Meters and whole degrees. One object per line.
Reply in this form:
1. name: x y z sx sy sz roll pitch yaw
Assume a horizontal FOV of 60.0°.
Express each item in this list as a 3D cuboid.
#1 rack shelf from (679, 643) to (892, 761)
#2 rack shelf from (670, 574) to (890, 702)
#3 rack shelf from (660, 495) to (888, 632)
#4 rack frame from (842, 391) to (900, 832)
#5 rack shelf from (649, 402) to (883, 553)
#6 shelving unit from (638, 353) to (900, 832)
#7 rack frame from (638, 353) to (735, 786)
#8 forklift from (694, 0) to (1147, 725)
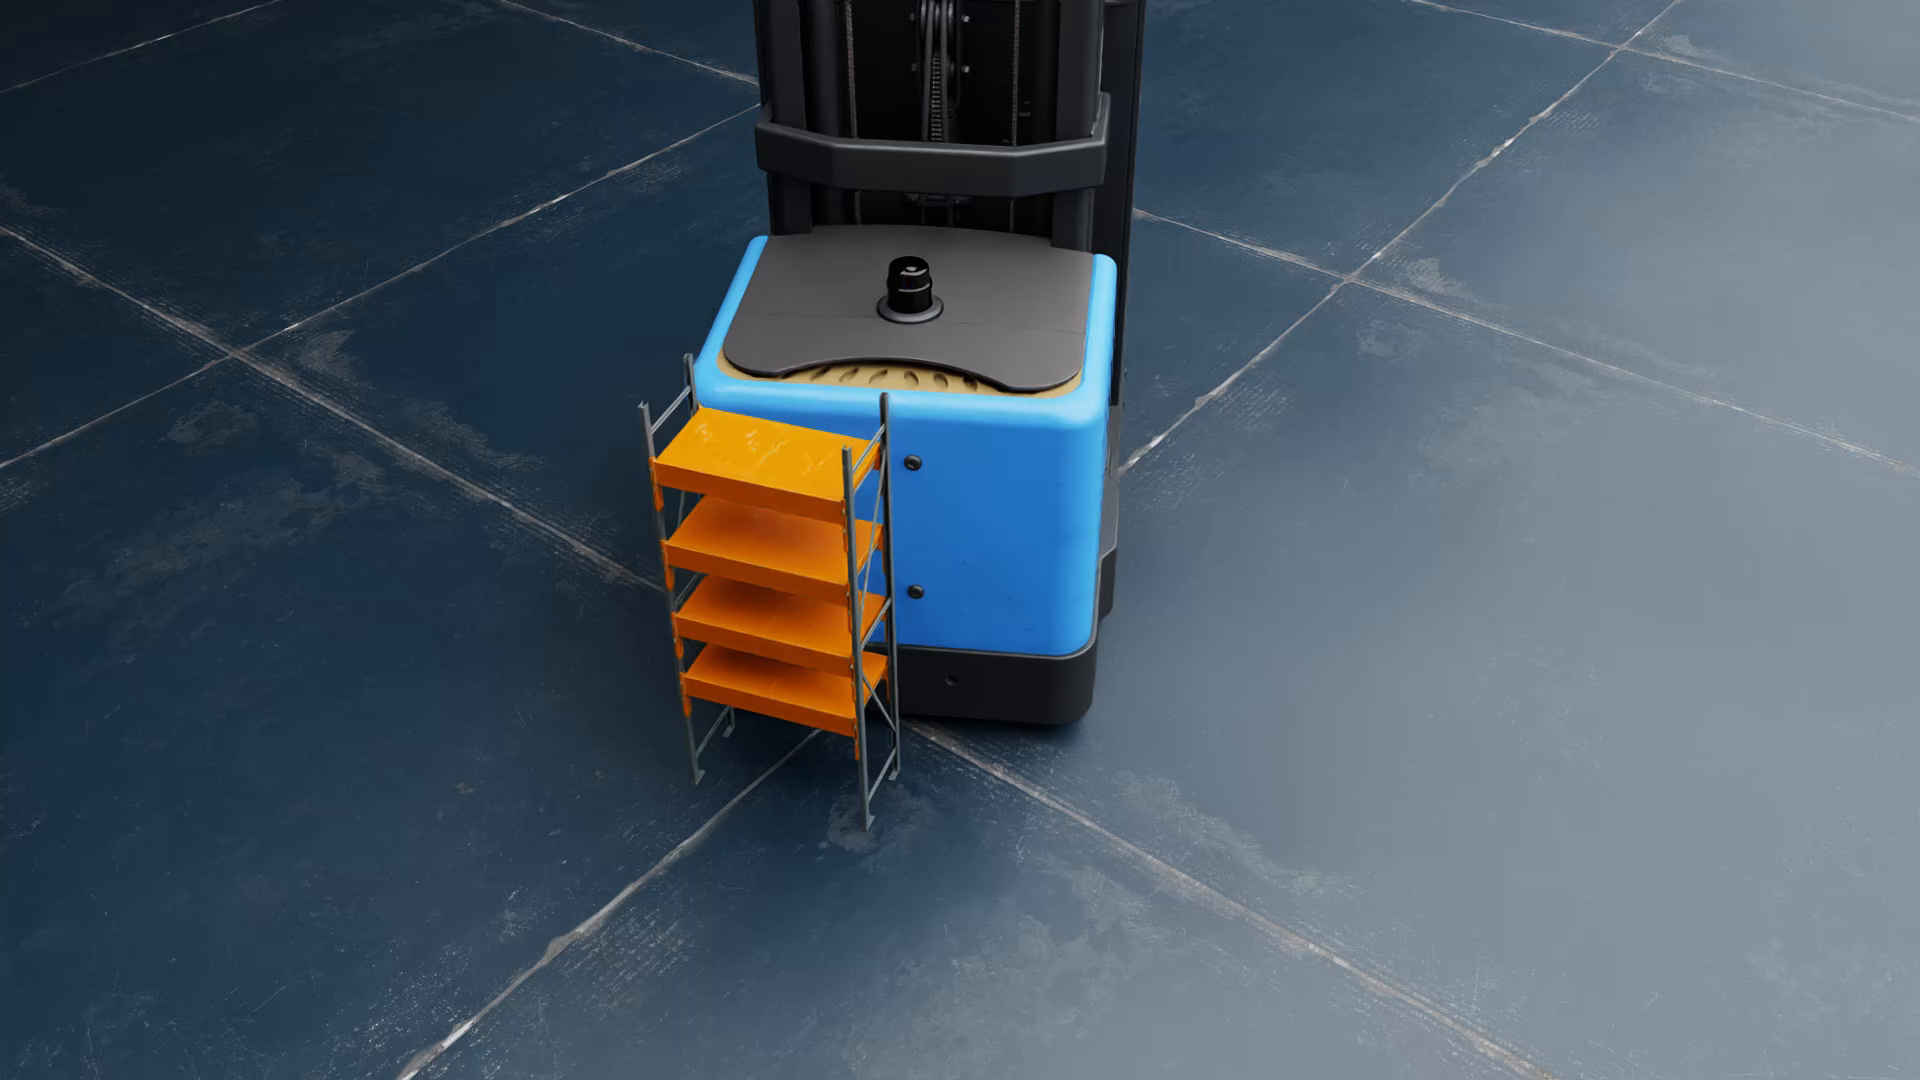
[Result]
1. rack shelf: -0.437 0.369 4.236 0.480 0.148 0.258 12 40 15
2. rack shelf: -0.437 0.213 4.114 0.480 0.148 0.258 12 40 15
3. rack shelf: -0.437 0.037 3.976 0.480 0.148 0.258 12 40 15
4. rack frame: -0.207 0.210 4.009 0.015 1.200 0.240 12 40 15
5. rack shelf: -0.437 -0.150 3.830 0.480 0.148 0.258 12 40 15
6. shelving unit: -0.437 0.160 4.072 0.503 1.200 0.258 12 40 15
7. rack frame: -0.667 0.110 4.136 0.015 1.200 0.240 12 40 15
8. forklift: -0.001 -1.554 4.857 1.130 2.935 3.031 4 38 5
